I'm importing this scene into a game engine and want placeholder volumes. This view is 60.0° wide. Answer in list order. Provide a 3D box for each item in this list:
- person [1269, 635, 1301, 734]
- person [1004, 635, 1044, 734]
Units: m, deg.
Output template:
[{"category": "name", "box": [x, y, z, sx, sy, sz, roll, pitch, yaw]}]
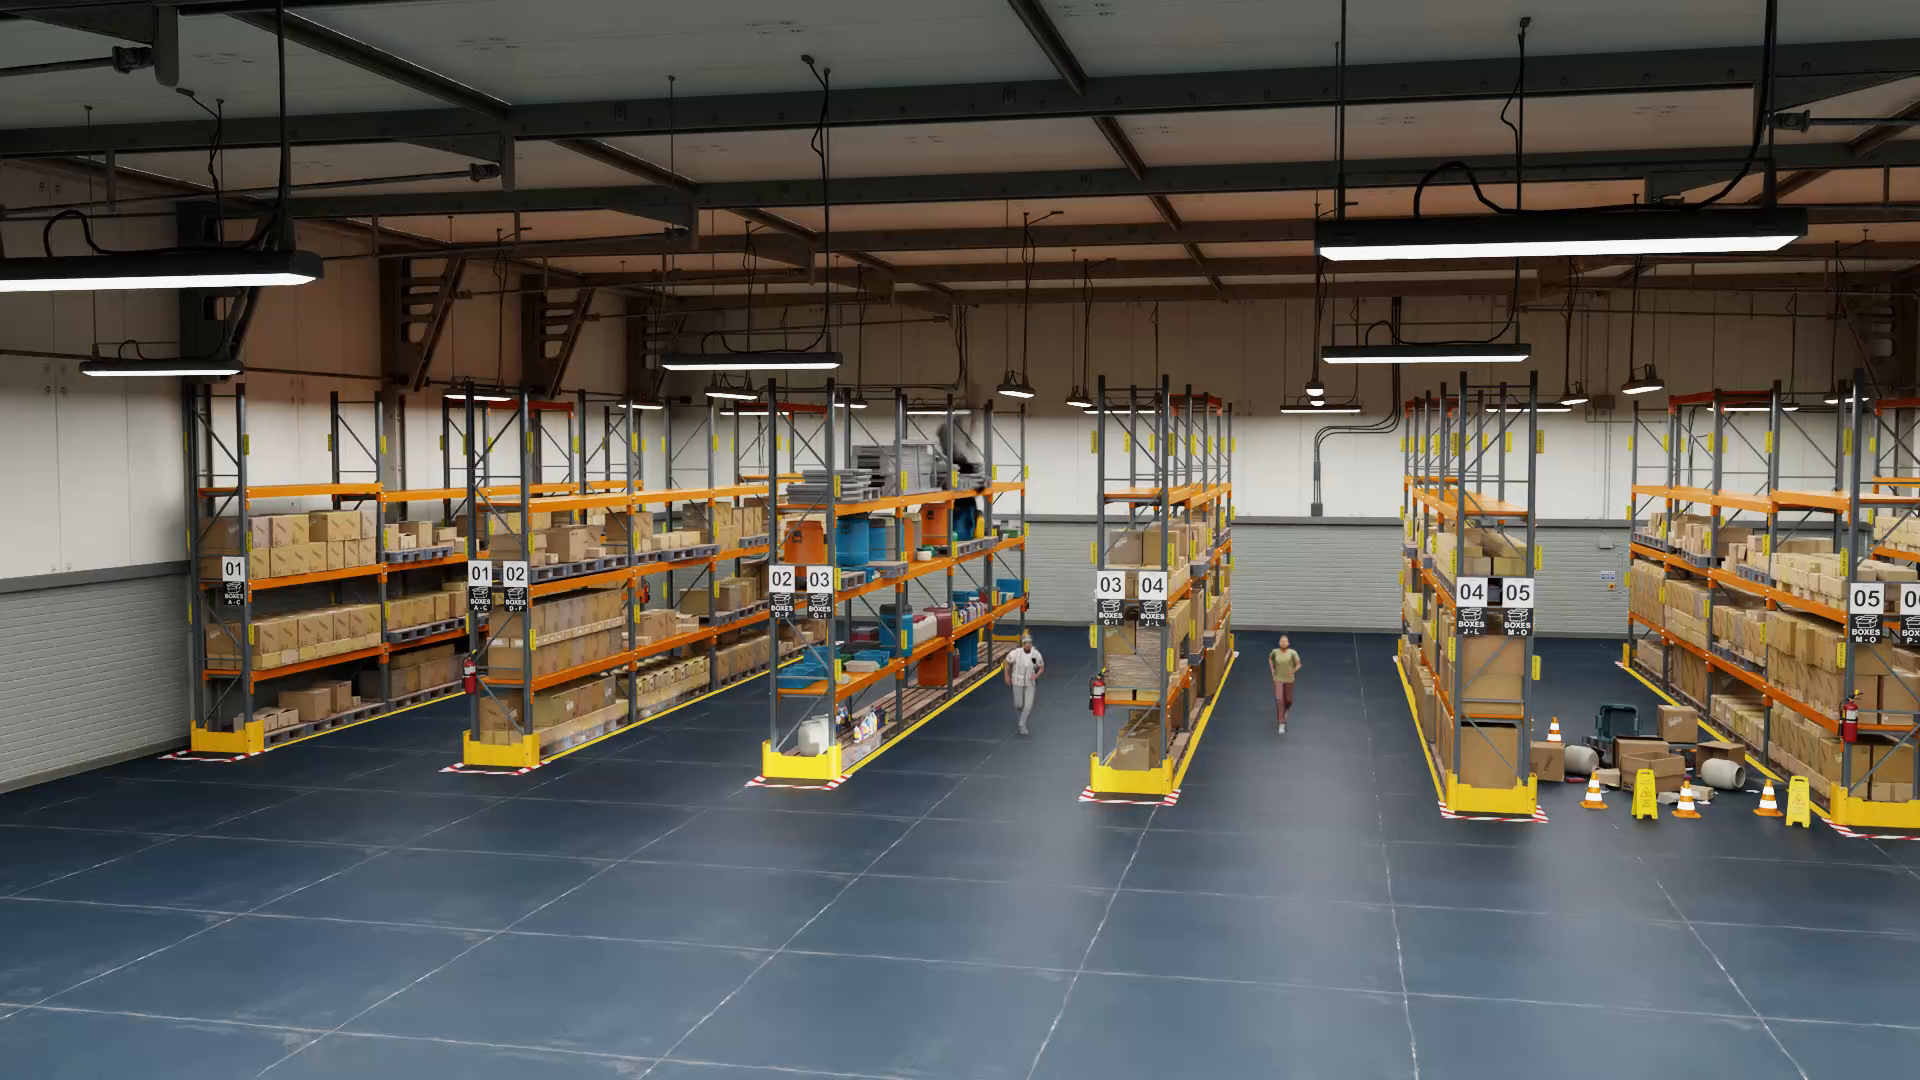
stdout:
[{"category": "person", "box": [5.734, 2.503, 29.339, 0.546, 1.673, 1.125, 0, 3, 7]}, {"category": "person", "box": [1.120, 2.503, 28.999, 0.702, 1.732, 0.705, 0, 3, -1]}]
